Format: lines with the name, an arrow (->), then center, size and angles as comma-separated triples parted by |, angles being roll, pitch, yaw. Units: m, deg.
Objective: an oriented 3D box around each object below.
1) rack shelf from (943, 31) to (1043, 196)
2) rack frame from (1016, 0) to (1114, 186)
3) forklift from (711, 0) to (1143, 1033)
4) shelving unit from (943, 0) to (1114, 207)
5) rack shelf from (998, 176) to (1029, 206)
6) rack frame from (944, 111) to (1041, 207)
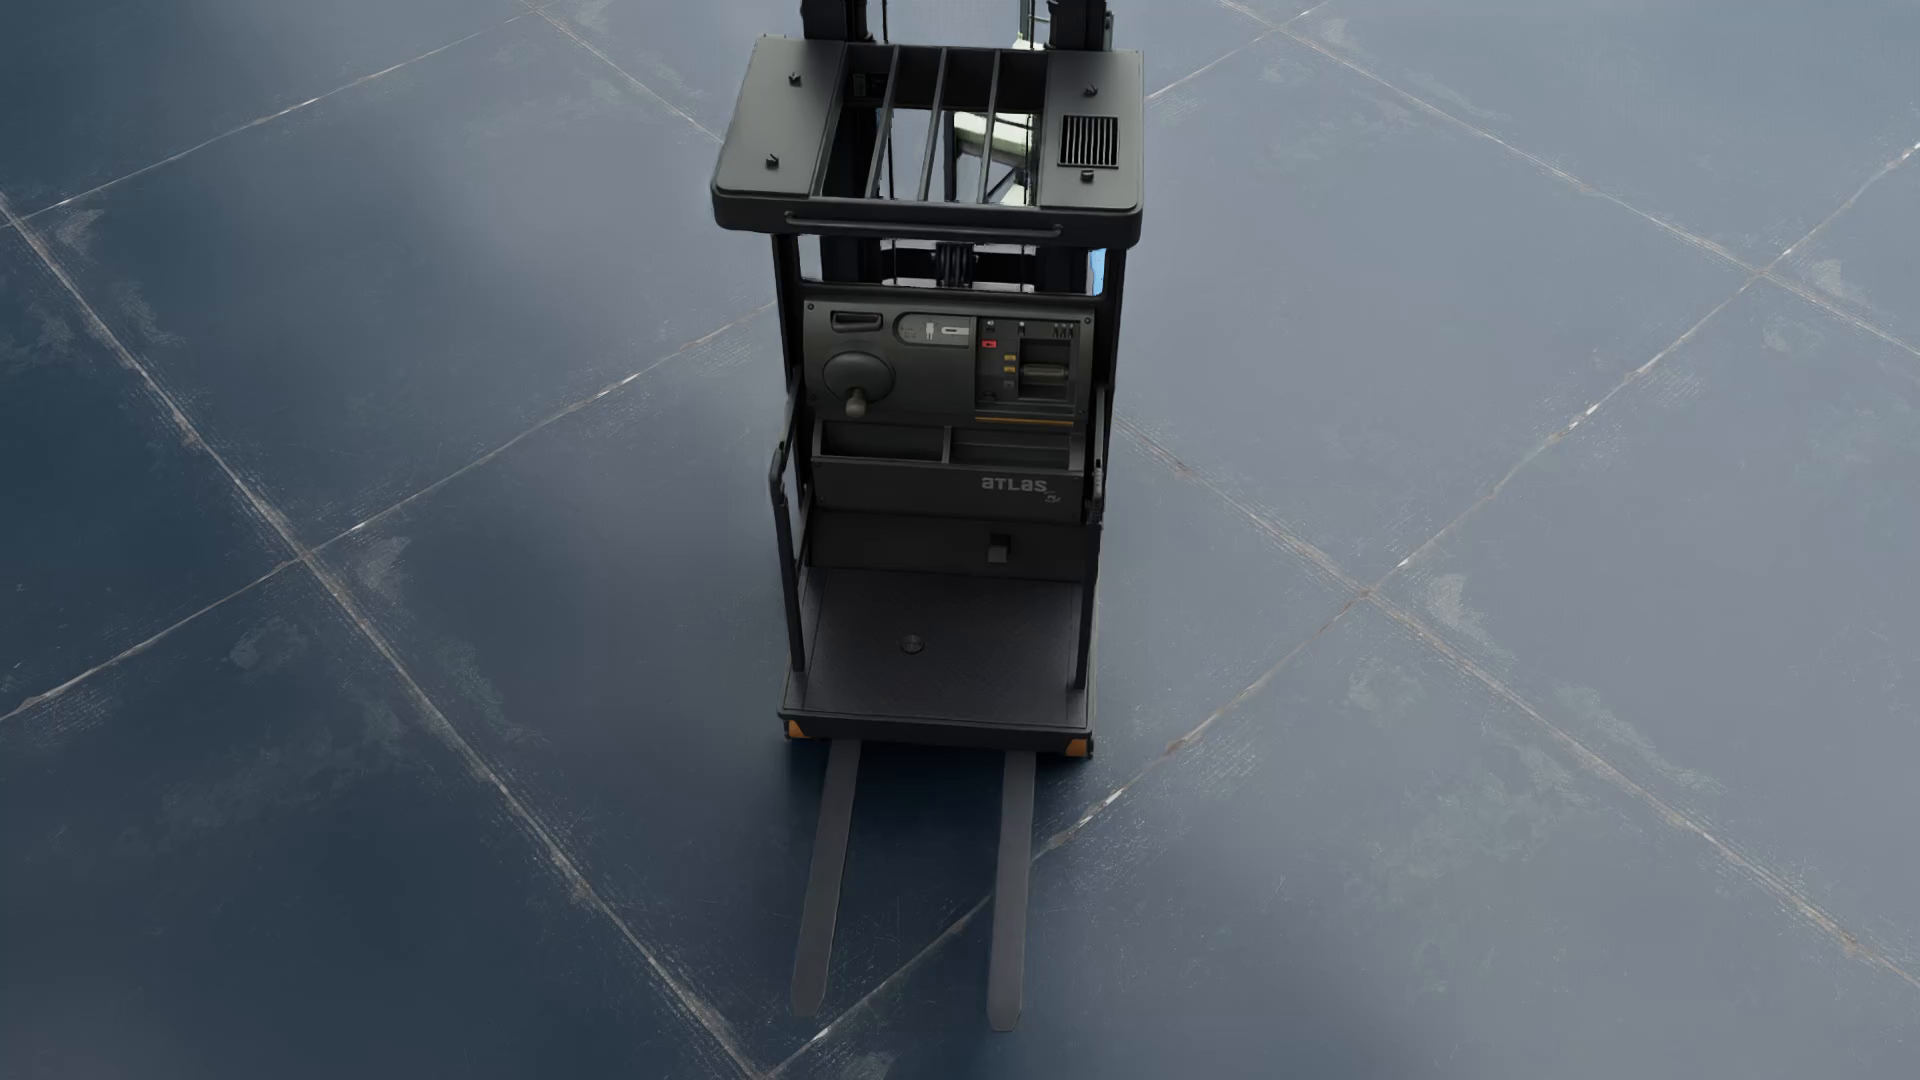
rack shelf -> 0.279, -1.681, 6.750 | 0.431, 0.370, 0.720 | 19, 50, 17
rack frame -> 0.433, -1.660, 7.261 | 0.400, 1.500, 0.023 | 19, 50, 17
forklift -> -0.053, -0.473, 5.192 | 1.130, 2.935, 3.031 | 3, 47, 3
shelving unit -> 0.279, -1.416, 7.036 | 0.431, 1.500, 0.755 | 19, 50, 17
rack shelf -> 0.279, -1.195, 7.276 | 0.431, 0.370, 0.720 | 19, 50, 17
rack frame -> 0.124, -1.173, 6.811 | 0.400, 1.500, 0.023 | 19, 50, 17
